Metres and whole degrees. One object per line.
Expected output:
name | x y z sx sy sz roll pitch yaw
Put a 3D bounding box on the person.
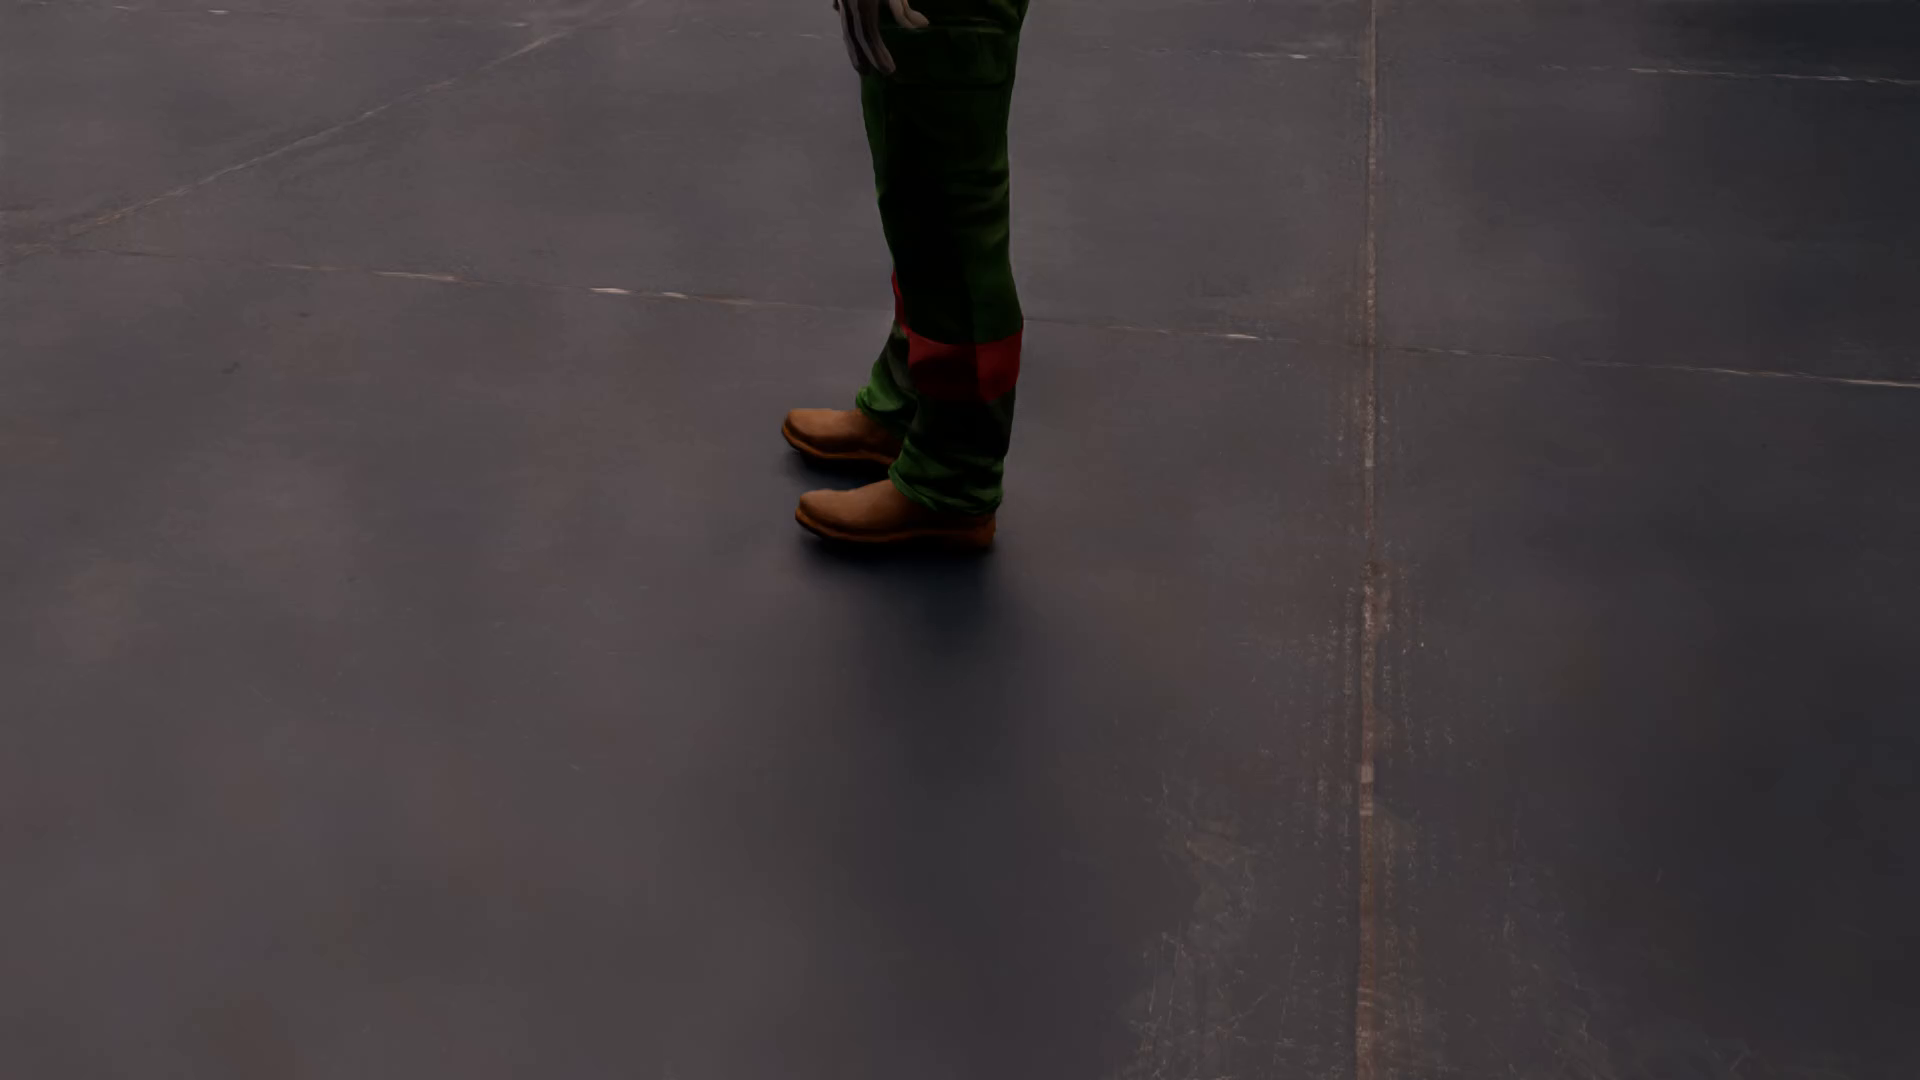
person | -0.076 -0.818 2.119 0.563 1.787 0.637 6 27 11
